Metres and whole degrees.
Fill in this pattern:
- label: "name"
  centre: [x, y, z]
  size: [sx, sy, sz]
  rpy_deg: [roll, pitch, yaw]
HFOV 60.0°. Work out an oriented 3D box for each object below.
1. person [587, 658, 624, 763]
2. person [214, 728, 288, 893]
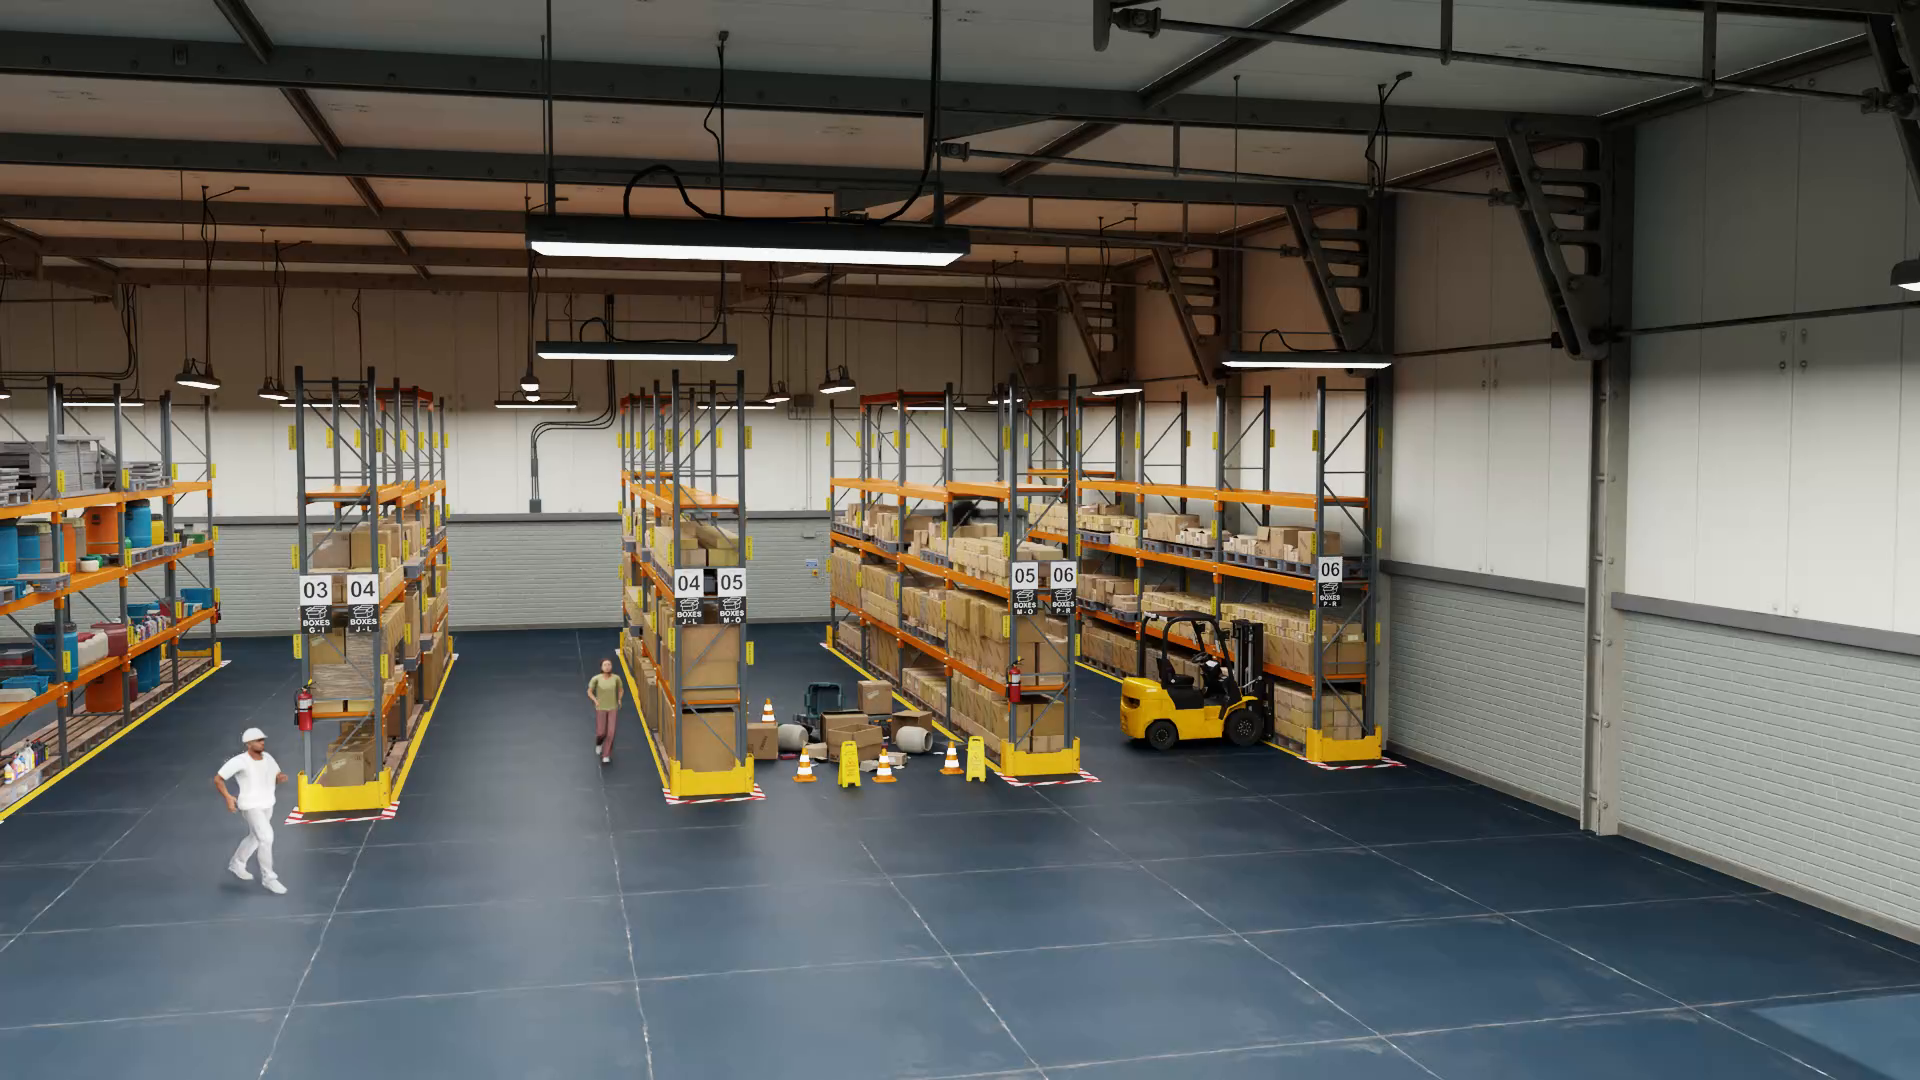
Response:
- label: "person"
  centre: [-5.515, 2.640, 25.936]
  size: [0.566, 1.624, 0.546]
  rpy_deg: [-1, 4, -22]
- label: "person"
  centre: [-7.848, 2.994, 18.551]
  size: [0.876, 1.802, 0.686]
  rpy_deg: [1, 4, 16]
